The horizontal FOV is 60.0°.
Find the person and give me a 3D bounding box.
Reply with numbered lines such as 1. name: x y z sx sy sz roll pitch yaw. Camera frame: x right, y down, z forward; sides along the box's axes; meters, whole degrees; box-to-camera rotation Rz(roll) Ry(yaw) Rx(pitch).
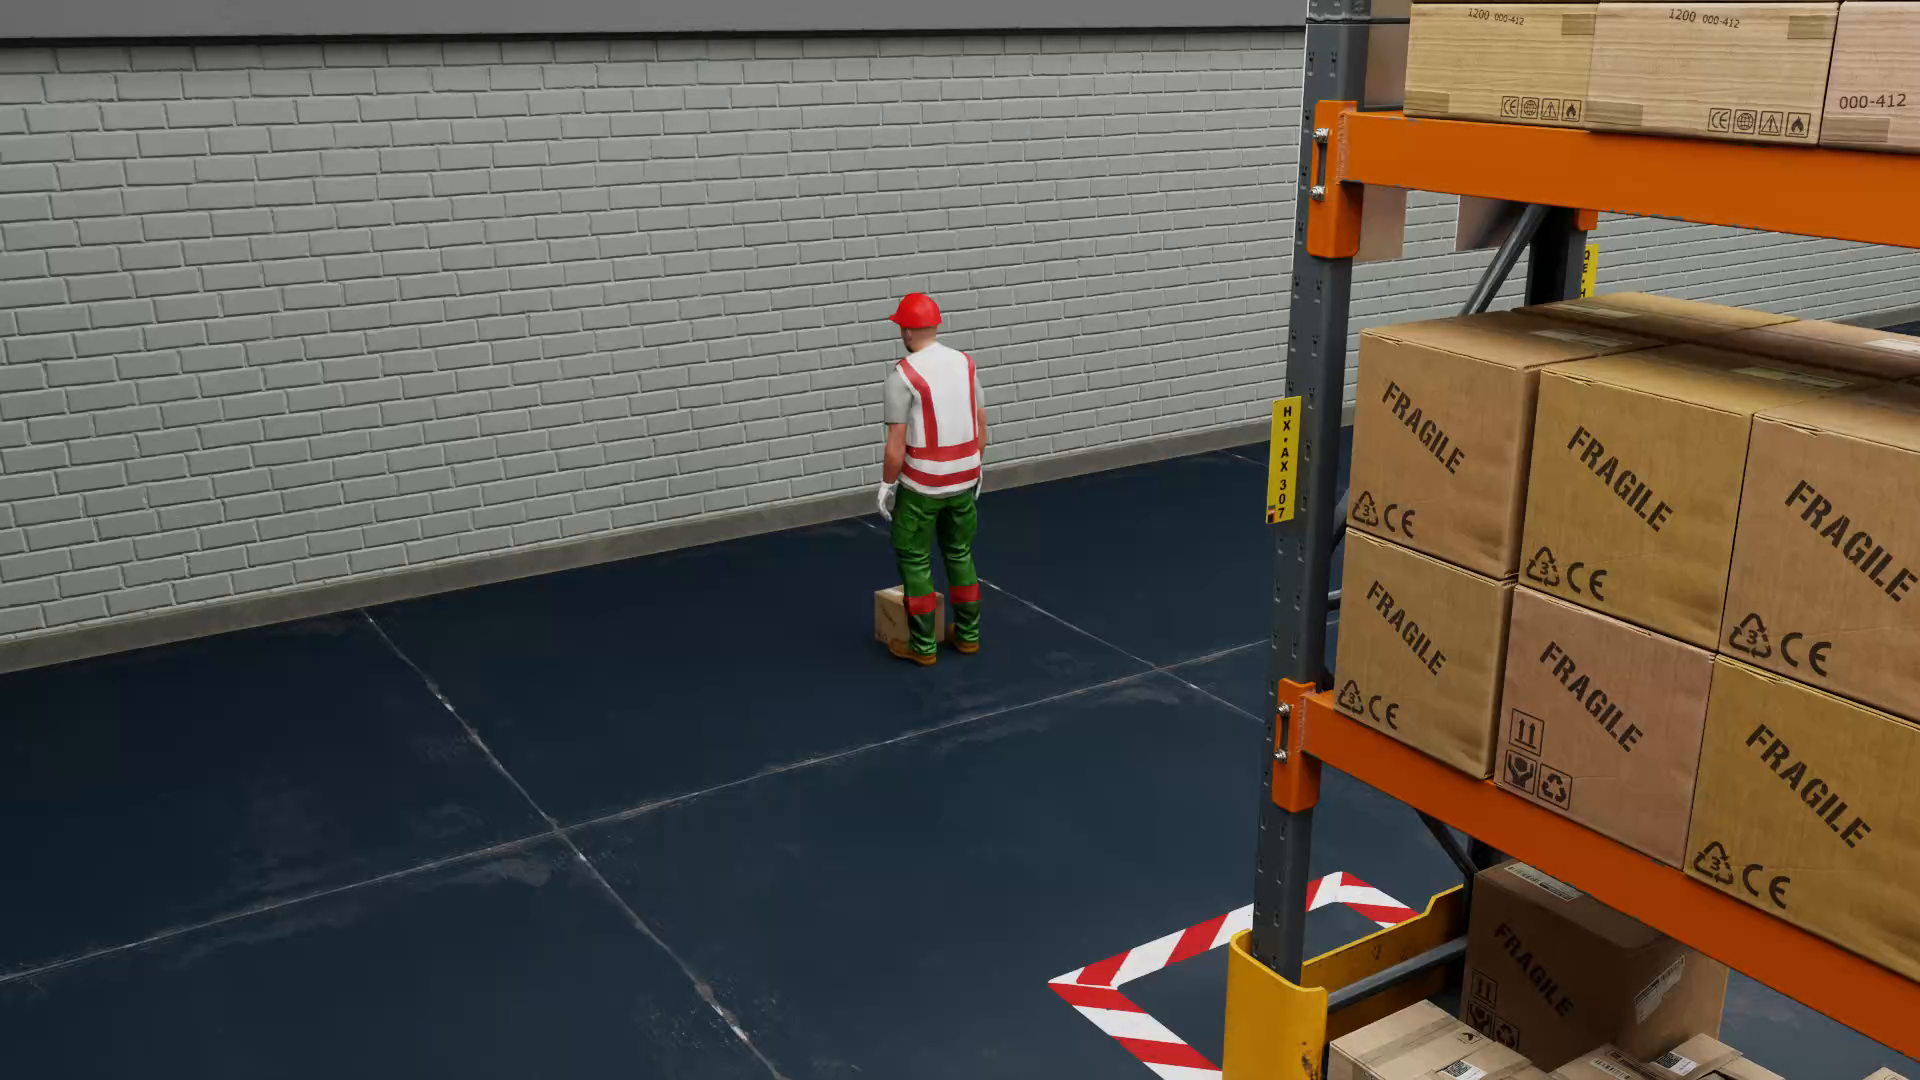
1. person: -0.137 -0.282 7.906 0.612 1.778 0.451 -13 22 -35
